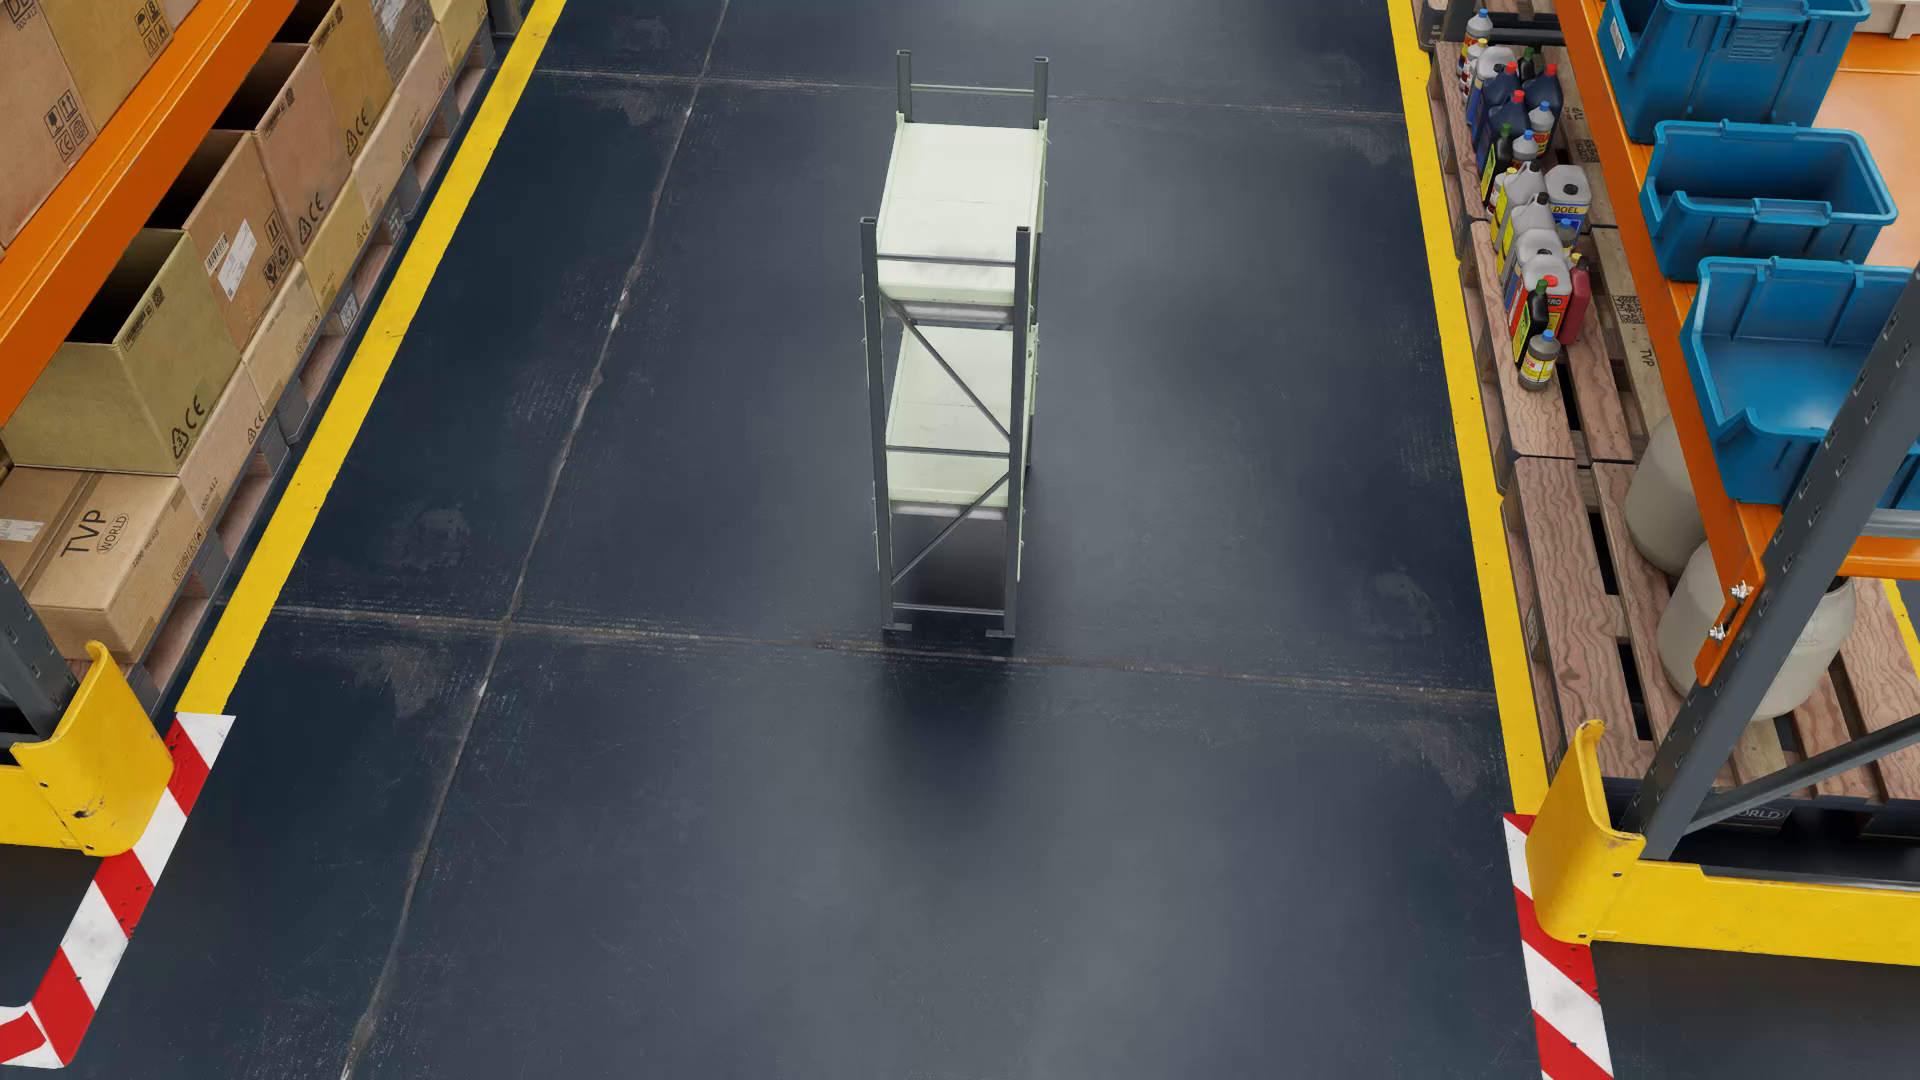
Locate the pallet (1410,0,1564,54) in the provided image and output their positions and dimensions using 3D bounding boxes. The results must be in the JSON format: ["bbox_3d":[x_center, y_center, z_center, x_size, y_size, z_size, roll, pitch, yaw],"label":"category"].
[{"bbox_3d":[2.536,-2.583,7.469,1.003,0.211,1.213,4,48,4],"label":"pallet"}]

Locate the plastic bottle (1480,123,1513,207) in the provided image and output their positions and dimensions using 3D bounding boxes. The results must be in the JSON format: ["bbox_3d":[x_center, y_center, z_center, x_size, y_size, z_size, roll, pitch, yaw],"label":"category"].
[{"bbox_3d":[1.943,-1.354,5.998,0.061,0.283,0.133,6,48,5],"label":"plastic bottle"}]

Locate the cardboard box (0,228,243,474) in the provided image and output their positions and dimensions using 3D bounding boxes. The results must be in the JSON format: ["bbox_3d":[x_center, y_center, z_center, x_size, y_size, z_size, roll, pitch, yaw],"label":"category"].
[{"bbox_3d":[-2.480,-0.554,4.795,0.500,0.500,0.500,4,48,4],"label":"cardboard box"}]

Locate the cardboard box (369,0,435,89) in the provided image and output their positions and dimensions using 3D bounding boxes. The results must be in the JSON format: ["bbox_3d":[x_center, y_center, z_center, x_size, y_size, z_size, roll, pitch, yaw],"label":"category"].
[{"bbox_3d":[-2.311,-2.025,6.140,0.500,0.500,0.500,4,48,4],"label":"cardboard box"}]

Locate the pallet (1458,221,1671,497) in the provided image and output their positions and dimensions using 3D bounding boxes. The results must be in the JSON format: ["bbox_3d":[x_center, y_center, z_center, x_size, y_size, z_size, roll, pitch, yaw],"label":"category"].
[{"bbox_3d":[2.292,-0.614,5.668,1.003,0.211,1.213,4,48,4],"label":"pallet"}]

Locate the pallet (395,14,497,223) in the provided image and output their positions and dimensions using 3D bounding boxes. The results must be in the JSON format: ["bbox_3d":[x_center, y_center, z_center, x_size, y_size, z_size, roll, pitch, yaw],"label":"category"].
[{"bbox_3d":[-2.543,-1.758,6.714,1.003,0.211,1.213,4,48,4],"label":"pallet"}]

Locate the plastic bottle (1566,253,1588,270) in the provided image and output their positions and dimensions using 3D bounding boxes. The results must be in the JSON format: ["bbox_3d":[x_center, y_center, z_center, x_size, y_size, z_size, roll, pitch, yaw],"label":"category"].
[{"bbox_3d":[2.058,-0.879,5.619,0.097,0.201,0.097,0,48,0],"label":"plastic bottle"}]

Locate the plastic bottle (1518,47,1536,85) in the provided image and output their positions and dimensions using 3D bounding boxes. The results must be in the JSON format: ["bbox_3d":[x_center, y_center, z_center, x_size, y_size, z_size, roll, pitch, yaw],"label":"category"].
[{"bbox_3d":[2.142,-1.725,6.338,0.061,0.283,0.133,4,48,4],"label":"plastic bottle"}]

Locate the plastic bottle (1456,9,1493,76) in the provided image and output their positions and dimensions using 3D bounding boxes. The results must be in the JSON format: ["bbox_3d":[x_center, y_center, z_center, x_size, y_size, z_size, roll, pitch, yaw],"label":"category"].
[{"bbox_3d":[2.038,-1.967,6.567,0.097,0.271,0.097,0,48,0],"label":"plastic bottle"}]

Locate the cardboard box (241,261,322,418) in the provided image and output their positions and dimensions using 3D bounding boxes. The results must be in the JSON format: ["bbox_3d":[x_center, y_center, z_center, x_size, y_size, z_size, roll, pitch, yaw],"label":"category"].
[{"bbox_3d":[-2.435,-0.669,5.408,0.500,0.250,0.500,4,48,4],"label":"cardboard box"}]

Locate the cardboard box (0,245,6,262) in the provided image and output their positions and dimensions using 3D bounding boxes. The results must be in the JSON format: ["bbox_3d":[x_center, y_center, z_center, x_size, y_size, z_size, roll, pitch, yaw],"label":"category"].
[{"bbox_3d":[-2.738,-0.717,3.805,0.700,0.500,0.500,4,48,4],"label":"cardboard box"}]

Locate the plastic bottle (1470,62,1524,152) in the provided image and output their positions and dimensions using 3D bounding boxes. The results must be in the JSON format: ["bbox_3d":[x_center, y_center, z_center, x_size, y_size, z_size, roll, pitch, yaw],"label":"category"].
[{"bbox_3d":[2.017,-1.634,6.208,0.144,0.351,0.185,5,48,5],"label":"plastic bottle"}]

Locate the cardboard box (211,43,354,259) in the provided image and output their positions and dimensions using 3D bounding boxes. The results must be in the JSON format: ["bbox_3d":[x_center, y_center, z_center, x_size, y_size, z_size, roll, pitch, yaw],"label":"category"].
[{"bbox_3d":[-2.384,-1.289,5.467,0.500,0.500,0.500,4,48,4],"label":"cardboard box"}]

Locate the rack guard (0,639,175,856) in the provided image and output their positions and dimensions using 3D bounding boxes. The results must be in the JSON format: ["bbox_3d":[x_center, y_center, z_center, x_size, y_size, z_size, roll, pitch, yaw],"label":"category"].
[{"bbox_3d":[-2.796,0.520,4.435,1.175,0.500,0.348,4,48,4],"label":"rack guard"}]

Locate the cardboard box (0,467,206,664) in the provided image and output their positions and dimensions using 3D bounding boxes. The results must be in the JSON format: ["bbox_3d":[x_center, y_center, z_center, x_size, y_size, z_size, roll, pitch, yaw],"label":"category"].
[{"bbox_3d":[-2.523,0.066,4.735,0.500,0.250,0.500,4,48,4],"label":"cardboard box"}]

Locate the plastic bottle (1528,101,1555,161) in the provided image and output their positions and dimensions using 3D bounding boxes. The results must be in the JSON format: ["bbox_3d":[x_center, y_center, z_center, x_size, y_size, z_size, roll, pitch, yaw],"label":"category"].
[{"bbox_3d":[2.124,-1.492,6.133,0.097,0.271,0.097,0,48,0],"label":"plastic bottle"}]

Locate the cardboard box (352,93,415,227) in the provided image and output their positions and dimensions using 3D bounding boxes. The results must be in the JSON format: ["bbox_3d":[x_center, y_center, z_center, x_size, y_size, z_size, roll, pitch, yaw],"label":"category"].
[{"bbox_3d":[-2.340,-1.403,6.080,0.500,0.250,0.500,4,48,4],"label":"cardboard box"}]

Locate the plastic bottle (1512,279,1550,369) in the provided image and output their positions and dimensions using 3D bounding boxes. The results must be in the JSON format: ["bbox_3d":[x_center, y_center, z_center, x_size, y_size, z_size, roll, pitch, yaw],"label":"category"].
[{"bbox_3d":[1.862,-0.703,5.403,0.061,0.283,0.133,5,48,4],"label":"plastic bottle"}]

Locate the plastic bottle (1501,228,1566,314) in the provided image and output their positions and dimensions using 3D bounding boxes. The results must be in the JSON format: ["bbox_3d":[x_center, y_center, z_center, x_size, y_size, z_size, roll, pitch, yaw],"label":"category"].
[{"bbox_3d":[1.932,-0.899,5.587,0.152,0.276,0.135,3,48,2],"label":"plastic bottle"}]

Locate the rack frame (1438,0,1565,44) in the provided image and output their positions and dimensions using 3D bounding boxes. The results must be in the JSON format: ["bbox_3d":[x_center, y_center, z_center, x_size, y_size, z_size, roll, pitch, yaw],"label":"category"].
[{"bbox_3d":[2.503,-2.944,5.910,1.000,3.000,0.127,4,48,4],"label":"rack frame"}]

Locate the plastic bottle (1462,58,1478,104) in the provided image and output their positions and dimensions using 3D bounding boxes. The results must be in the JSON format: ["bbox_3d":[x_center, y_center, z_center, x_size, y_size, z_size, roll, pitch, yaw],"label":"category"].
[{"bbox_3d":[2.019,-1.794,6.457,0.097,0.201,0.097,0,48,0],"label":"plastic bottle"}]

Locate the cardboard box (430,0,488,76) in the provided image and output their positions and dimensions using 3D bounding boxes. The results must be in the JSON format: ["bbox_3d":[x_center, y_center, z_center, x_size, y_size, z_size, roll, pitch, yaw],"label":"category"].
[{"bbox_3d":[-2.254,-2.138,6.752,0.500,0.250,0.500,4,48,4],"label":"cardboard box"}]

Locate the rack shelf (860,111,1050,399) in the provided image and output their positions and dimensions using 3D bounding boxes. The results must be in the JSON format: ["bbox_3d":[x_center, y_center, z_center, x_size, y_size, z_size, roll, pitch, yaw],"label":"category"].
[{"bbox_3d":[-0.001,-0.765,4.404,0.431,0.370,0.720,4,48,4],"label":"rack shelf"}]

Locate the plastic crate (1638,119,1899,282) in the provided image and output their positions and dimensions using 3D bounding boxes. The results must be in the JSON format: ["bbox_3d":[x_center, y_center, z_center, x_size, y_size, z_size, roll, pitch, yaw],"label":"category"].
[{"bbox_3d":[1.951,-0.820,4.068,0.499,0.251,0.408,4,48,4],"label":"plastic crate"}]

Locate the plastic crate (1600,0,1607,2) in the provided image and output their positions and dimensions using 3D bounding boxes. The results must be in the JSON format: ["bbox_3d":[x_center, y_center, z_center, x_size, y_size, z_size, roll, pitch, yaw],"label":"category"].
[{"bbox_3d":[2.099,-1.894,5.093,0.450,0.188,0.662,4,48,4],"label":"plastic crate"}]

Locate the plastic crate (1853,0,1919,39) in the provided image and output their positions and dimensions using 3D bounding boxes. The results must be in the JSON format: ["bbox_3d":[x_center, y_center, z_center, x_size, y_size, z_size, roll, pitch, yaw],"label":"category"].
[{"bbox_3d":[2.608,-1.645,4.901,0.530,0.136,0.437,4,48,4],"label":"plastic crate"}]

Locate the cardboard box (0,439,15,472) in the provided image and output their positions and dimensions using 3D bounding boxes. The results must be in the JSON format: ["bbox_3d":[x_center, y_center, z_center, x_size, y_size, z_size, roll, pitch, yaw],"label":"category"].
[{"bbox_3d":[-3.005,-0.337,5.104,0.500,0.250,0.500,4,48,4],"label":"cardboard box"}]

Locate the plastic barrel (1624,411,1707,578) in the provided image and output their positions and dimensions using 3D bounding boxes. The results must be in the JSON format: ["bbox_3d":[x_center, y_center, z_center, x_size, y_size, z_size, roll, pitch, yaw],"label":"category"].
[{"bbox_3d":[2.168,-0.164,4.769,0.421,0.512,0.421,0,48,0],"label":"plastic barrel"}]

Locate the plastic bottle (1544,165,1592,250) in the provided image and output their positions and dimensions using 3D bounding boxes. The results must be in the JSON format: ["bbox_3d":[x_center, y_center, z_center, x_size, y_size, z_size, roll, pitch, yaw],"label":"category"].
[{"bbox_3d":[2.110,-1.166,5.831,0.152,0.276,0.135,4,48,4],"label":"plastic bottle"}]

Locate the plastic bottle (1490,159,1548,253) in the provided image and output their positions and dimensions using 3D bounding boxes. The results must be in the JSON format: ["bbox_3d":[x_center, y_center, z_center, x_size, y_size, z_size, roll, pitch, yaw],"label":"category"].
[{"bbox_3d":[1.961,-1.182,5.796,0.144,0.351,0.185,4,48,3],"label":"plastic bottle"}]

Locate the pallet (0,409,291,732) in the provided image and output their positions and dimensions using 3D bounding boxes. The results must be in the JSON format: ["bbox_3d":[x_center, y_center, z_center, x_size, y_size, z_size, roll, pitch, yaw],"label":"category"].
[{"bbox_3d":[-2.766,0.035,5.074,1.003,0.211,1.213,4,48,4],"label":"pallet"}]

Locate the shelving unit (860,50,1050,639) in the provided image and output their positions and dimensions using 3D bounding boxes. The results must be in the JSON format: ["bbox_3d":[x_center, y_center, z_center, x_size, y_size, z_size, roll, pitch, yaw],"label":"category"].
[{"bbox_3d":[-0.001,-0.501,4.692,0.431,1.500,0.755,4,48,4],"label":"shelving unit"}]

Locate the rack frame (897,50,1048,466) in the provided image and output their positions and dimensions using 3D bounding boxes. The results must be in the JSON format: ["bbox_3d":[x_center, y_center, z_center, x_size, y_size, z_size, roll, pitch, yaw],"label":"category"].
[{"bbox_3d":[0.033,-0.770,4.938,0.400,1.500,0.023,4,48,4],"label":"rack frame"}]

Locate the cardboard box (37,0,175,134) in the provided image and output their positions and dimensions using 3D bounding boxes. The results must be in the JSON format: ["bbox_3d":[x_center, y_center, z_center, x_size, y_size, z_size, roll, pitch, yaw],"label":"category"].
[{"bbox_3d":[-2.644,-1.467,4.492,0.700,0.500,0.500,4,48,4],"label":"cardboard box"}]

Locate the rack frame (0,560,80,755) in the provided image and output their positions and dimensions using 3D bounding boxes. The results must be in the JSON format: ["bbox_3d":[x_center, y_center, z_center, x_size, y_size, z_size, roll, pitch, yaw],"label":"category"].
[{"bbox_3d":[-2.794,-0.341,3.529,1.000,3.000,0.127,4,48,4],"label":"rack frame"}]
